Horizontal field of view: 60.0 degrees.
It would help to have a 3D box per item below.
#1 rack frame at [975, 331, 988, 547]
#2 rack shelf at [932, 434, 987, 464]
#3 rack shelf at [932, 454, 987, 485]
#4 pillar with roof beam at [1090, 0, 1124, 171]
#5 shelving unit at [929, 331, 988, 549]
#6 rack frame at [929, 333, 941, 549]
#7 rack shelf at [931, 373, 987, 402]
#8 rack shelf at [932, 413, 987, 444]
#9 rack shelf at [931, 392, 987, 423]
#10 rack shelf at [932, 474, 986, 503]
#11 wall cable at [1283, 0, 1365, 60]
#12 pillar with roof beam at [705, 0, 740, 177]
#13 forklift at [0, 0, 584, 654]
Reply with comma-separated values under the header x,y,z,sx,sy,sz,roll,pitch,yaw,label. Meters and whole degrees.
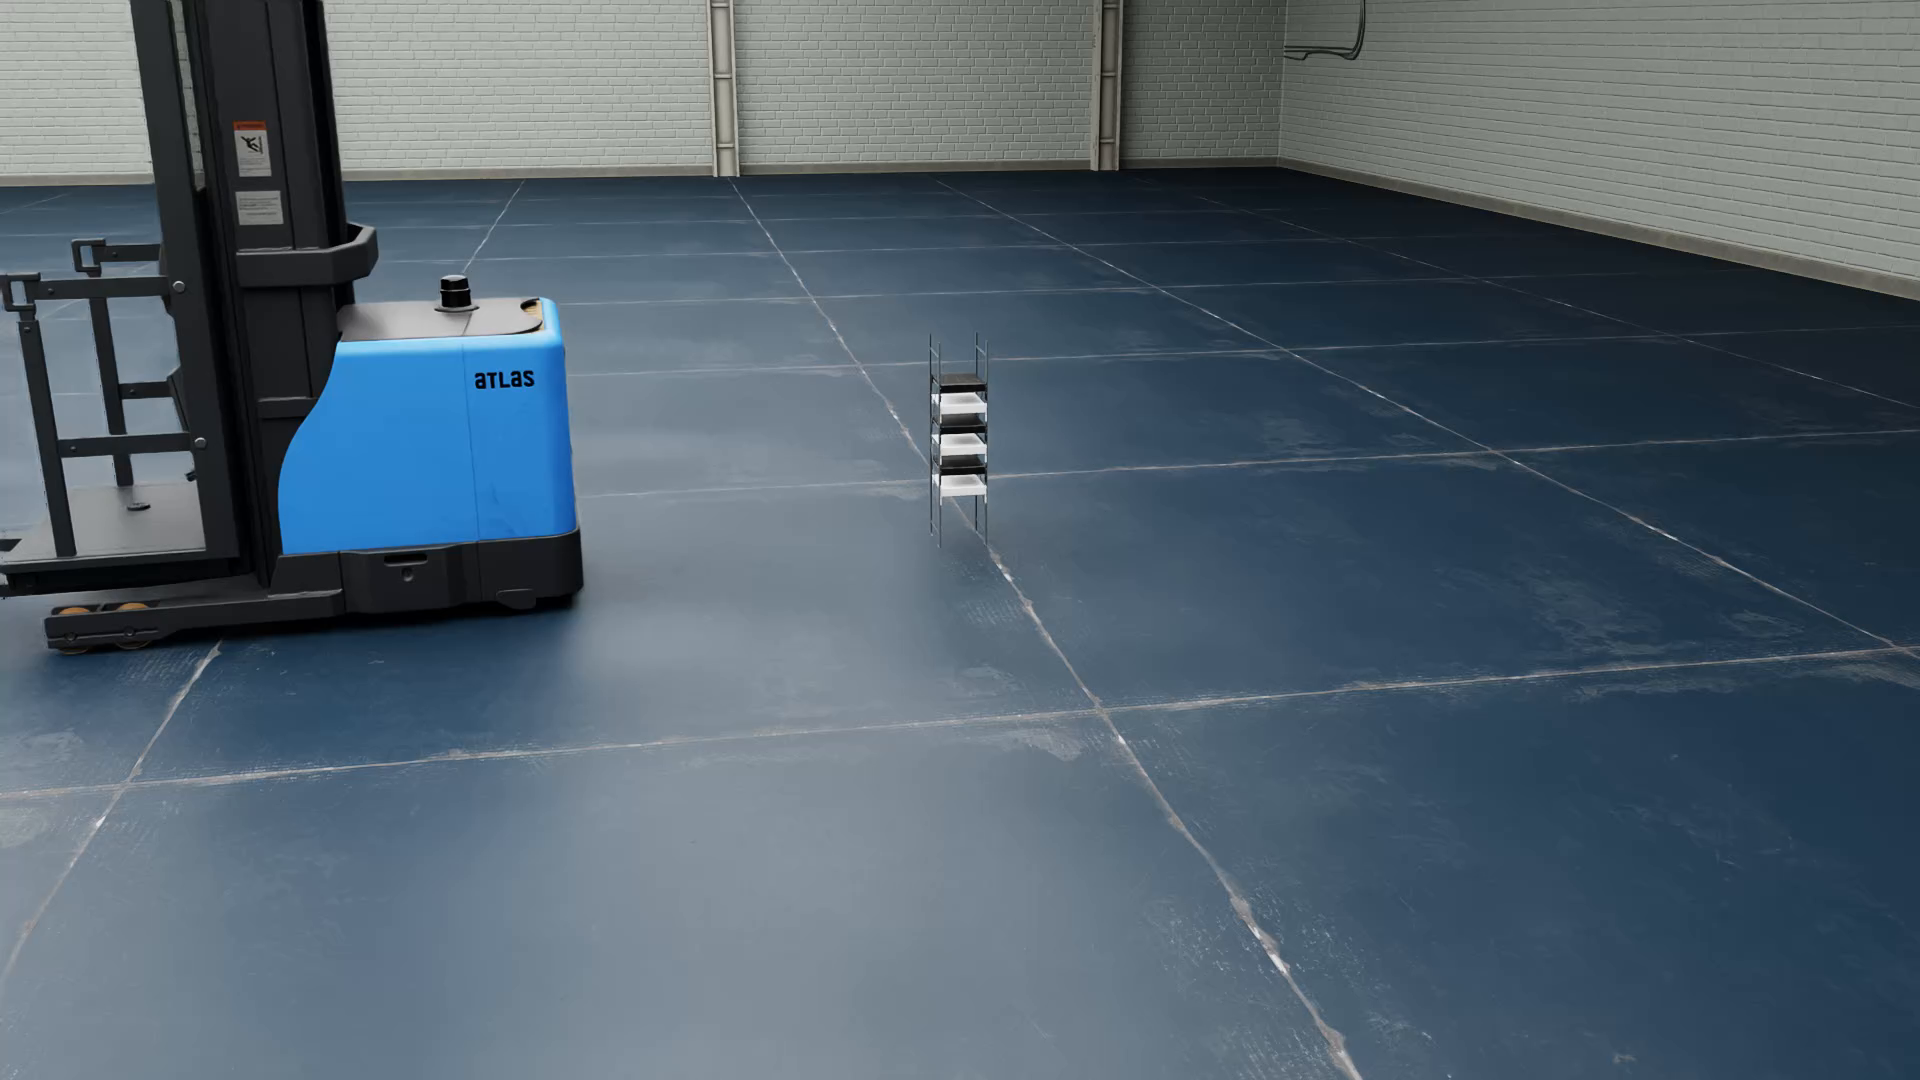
x,y,z,sx,sy,sz,roll,pitch,yaw,label
0.092,-0.435,7.197,0.006,0.900,0.240,-3,17,-10,rack frame
-0.008,-0.398,7.188,0.200,0.077,0.258,-3,17,-10,rack shelf
-0.008,-0.312,7.214,0.200,0.077,0.258,-3,17,-10,rack shelf
3.126,-8.980,21.222,0.400,9.000,9.100,-3,17,-10,pillar with roof beam
-0.008,-0.430,7.178,0.210,0.900,0.258,-3,17,-10,shelving unit
-0.108,-0.424,7.160,0.006,0.900,0.240,-3,17,-10,rack frame
-0.008,-0.656,7.109,0.200,0.077,0.258,-3,17,-10,rack shelf
-0.008,-0.484,7.162,0.200,0.077,0.258,-3,17,-10,rack shelf
-0.008,-0.570,7.135,0.200,0.077,0.258,-3,17,-10,rack shelf
-0.008,-0.226,7.241,0.200,0.077,0.258,-3,17,-10,rack shelf
5.452,-8.520,25.012,0.112,2.526,3.097,-3,17,-10,wall cable
-2.765,-8.646,20.134,0.400,9.000,9.100,-3,17,-10,pillar with roof beam
-3.040,-1.161,6.101,3.031,2.935,1.130,-4,18,-14,forklift
